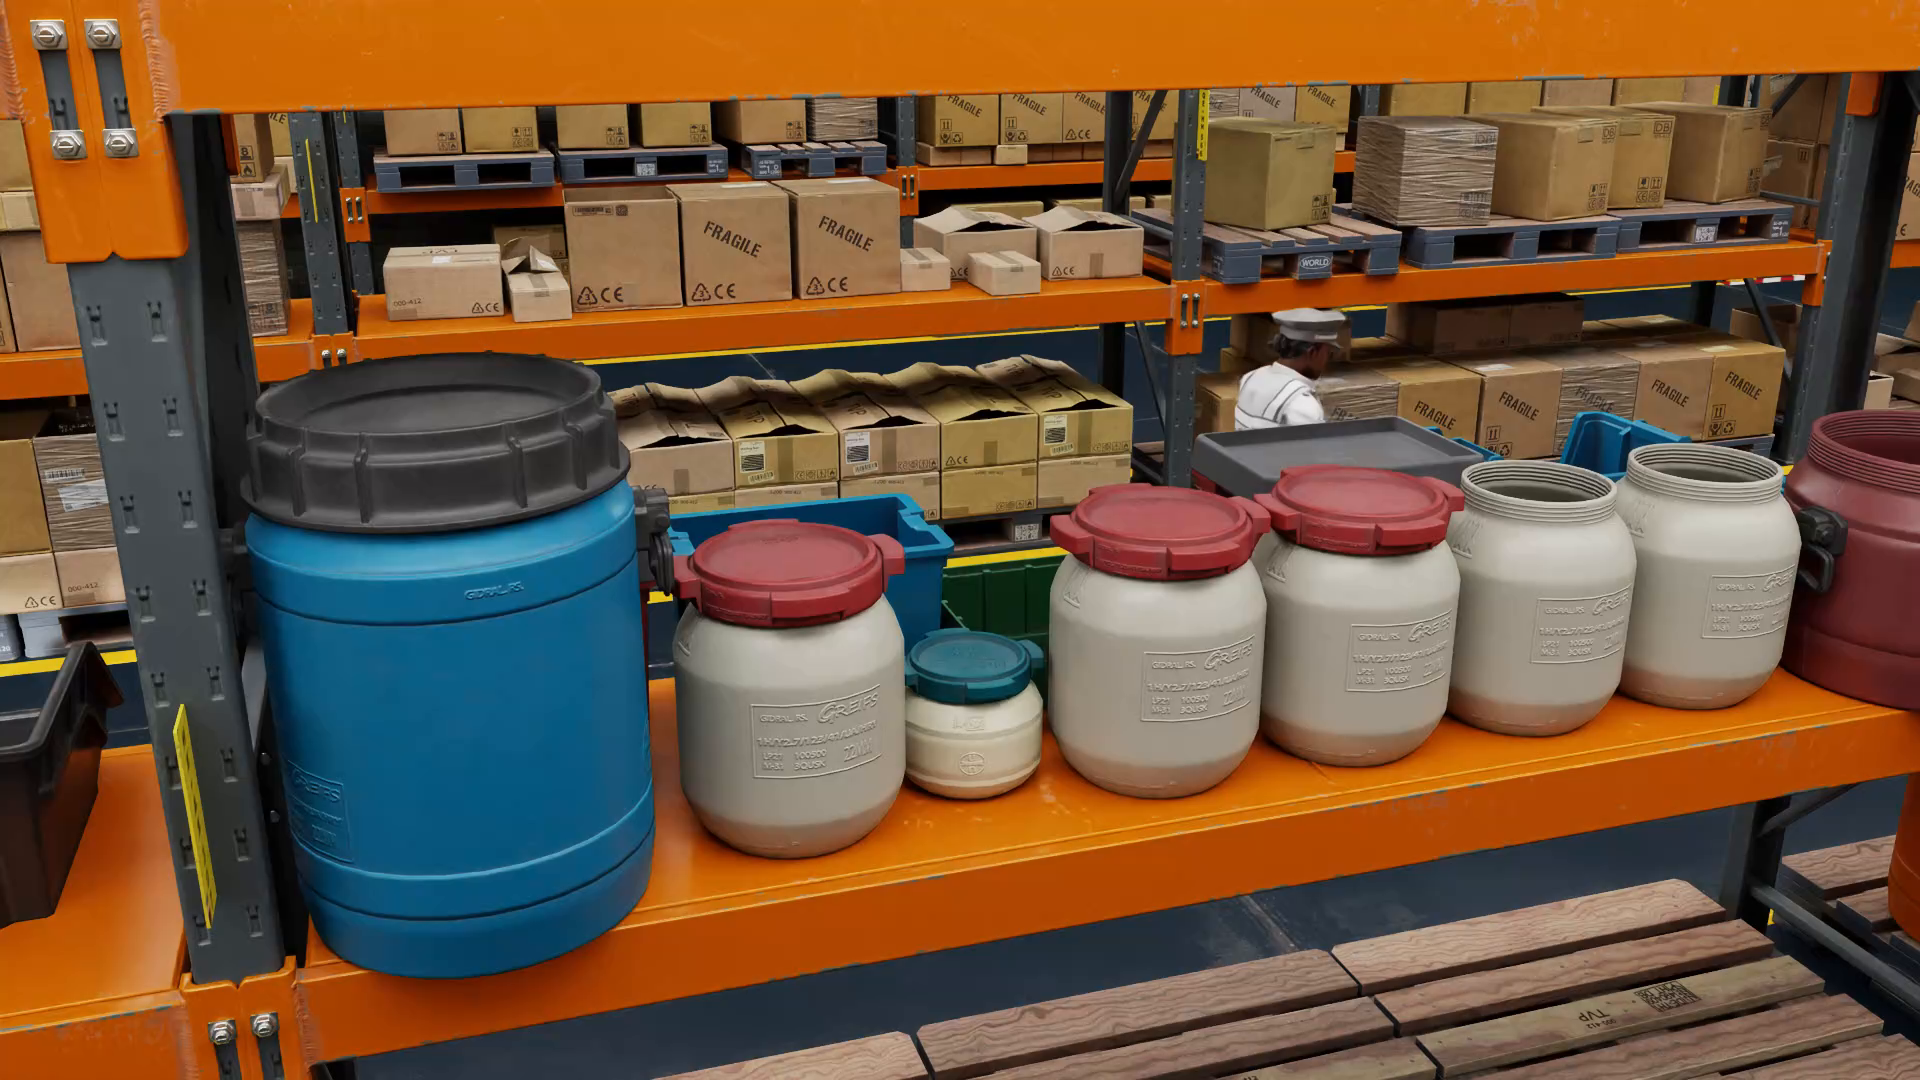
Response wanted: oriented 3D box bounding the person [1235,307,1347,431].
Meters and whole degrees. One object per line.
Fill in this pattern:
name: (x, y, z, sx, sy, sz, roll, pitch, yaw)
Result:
person: (1.187, -0.013, 6.126, 0.433, 1.683, 0.508, -6, 20, -18)
